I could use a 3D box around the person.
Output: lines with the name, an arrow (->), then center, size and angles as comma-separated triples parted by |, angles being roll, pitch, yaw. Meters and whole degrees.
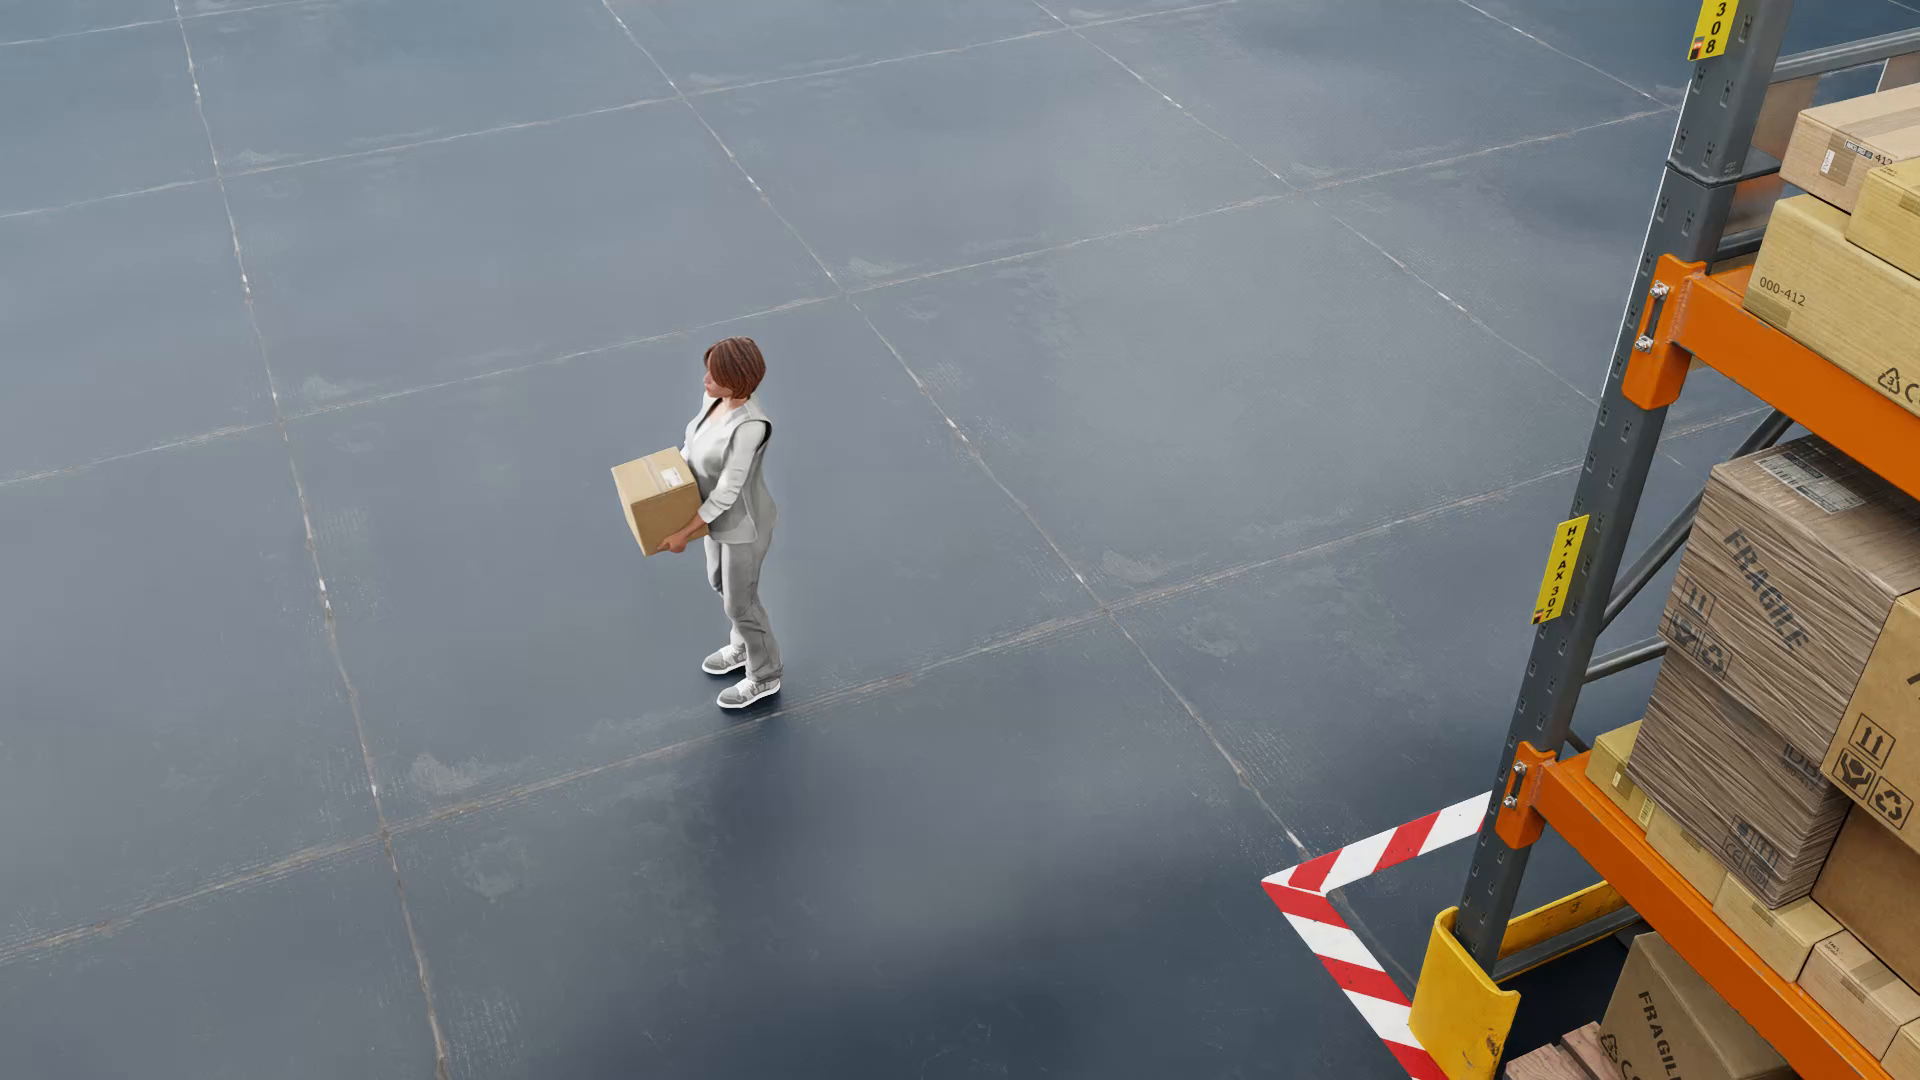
person -> -0.923, -0.044, 6.221 | 0.492, 1.588, 0.406 | -16, 40, -19
